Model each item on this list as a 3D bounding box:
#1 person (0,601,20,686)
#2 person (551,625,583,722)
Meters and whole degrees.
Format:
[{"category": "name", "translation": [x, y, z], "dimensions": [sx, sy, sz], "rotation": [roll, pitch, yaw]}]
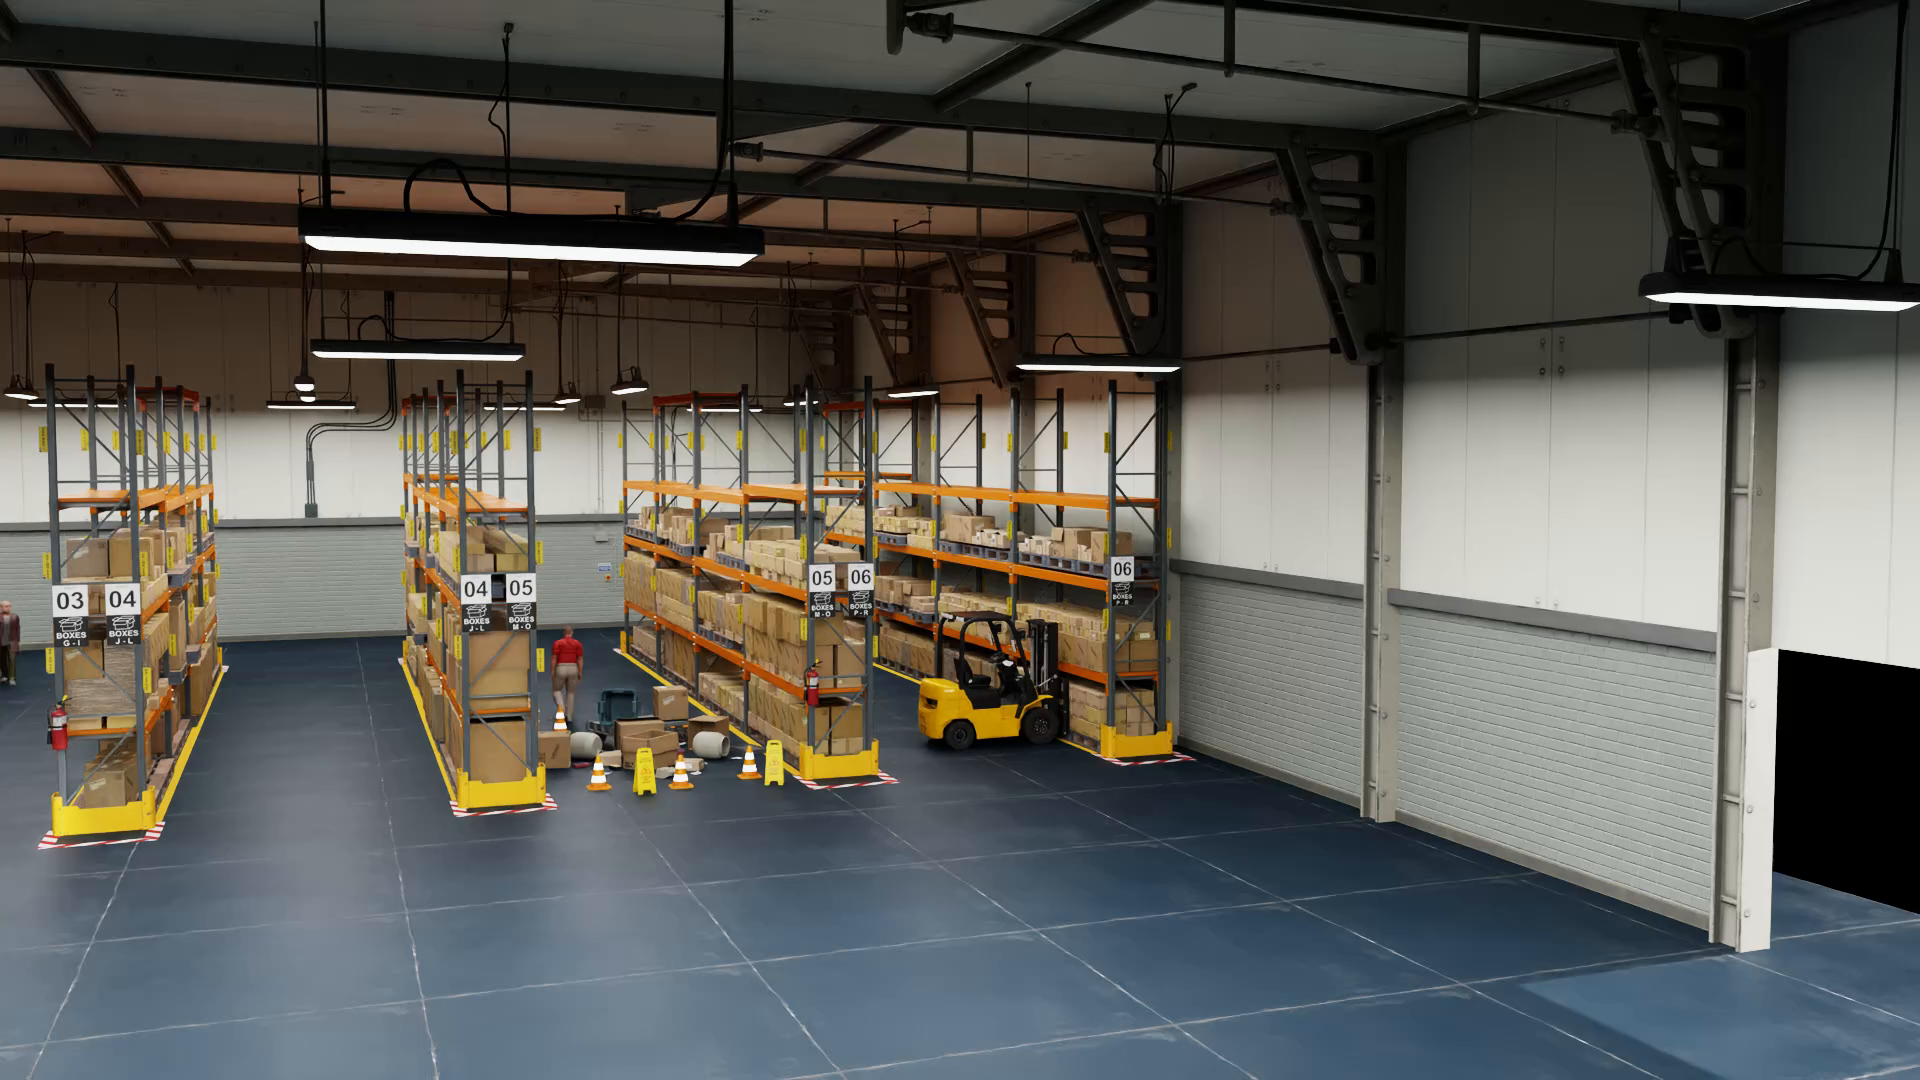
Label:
[{"category": "person", "translation": [-19.613, 2.120, 34.137], "dimensions": [0.545, 1.704, 1.128], "rotation": [-2, 4, -26]}, {"category": "person", "translation": [-7.034, 2.393, 29.769], "dimensions": [0.574, 1.722, 0.470], "rotation": [-1, 4, -18]}]
